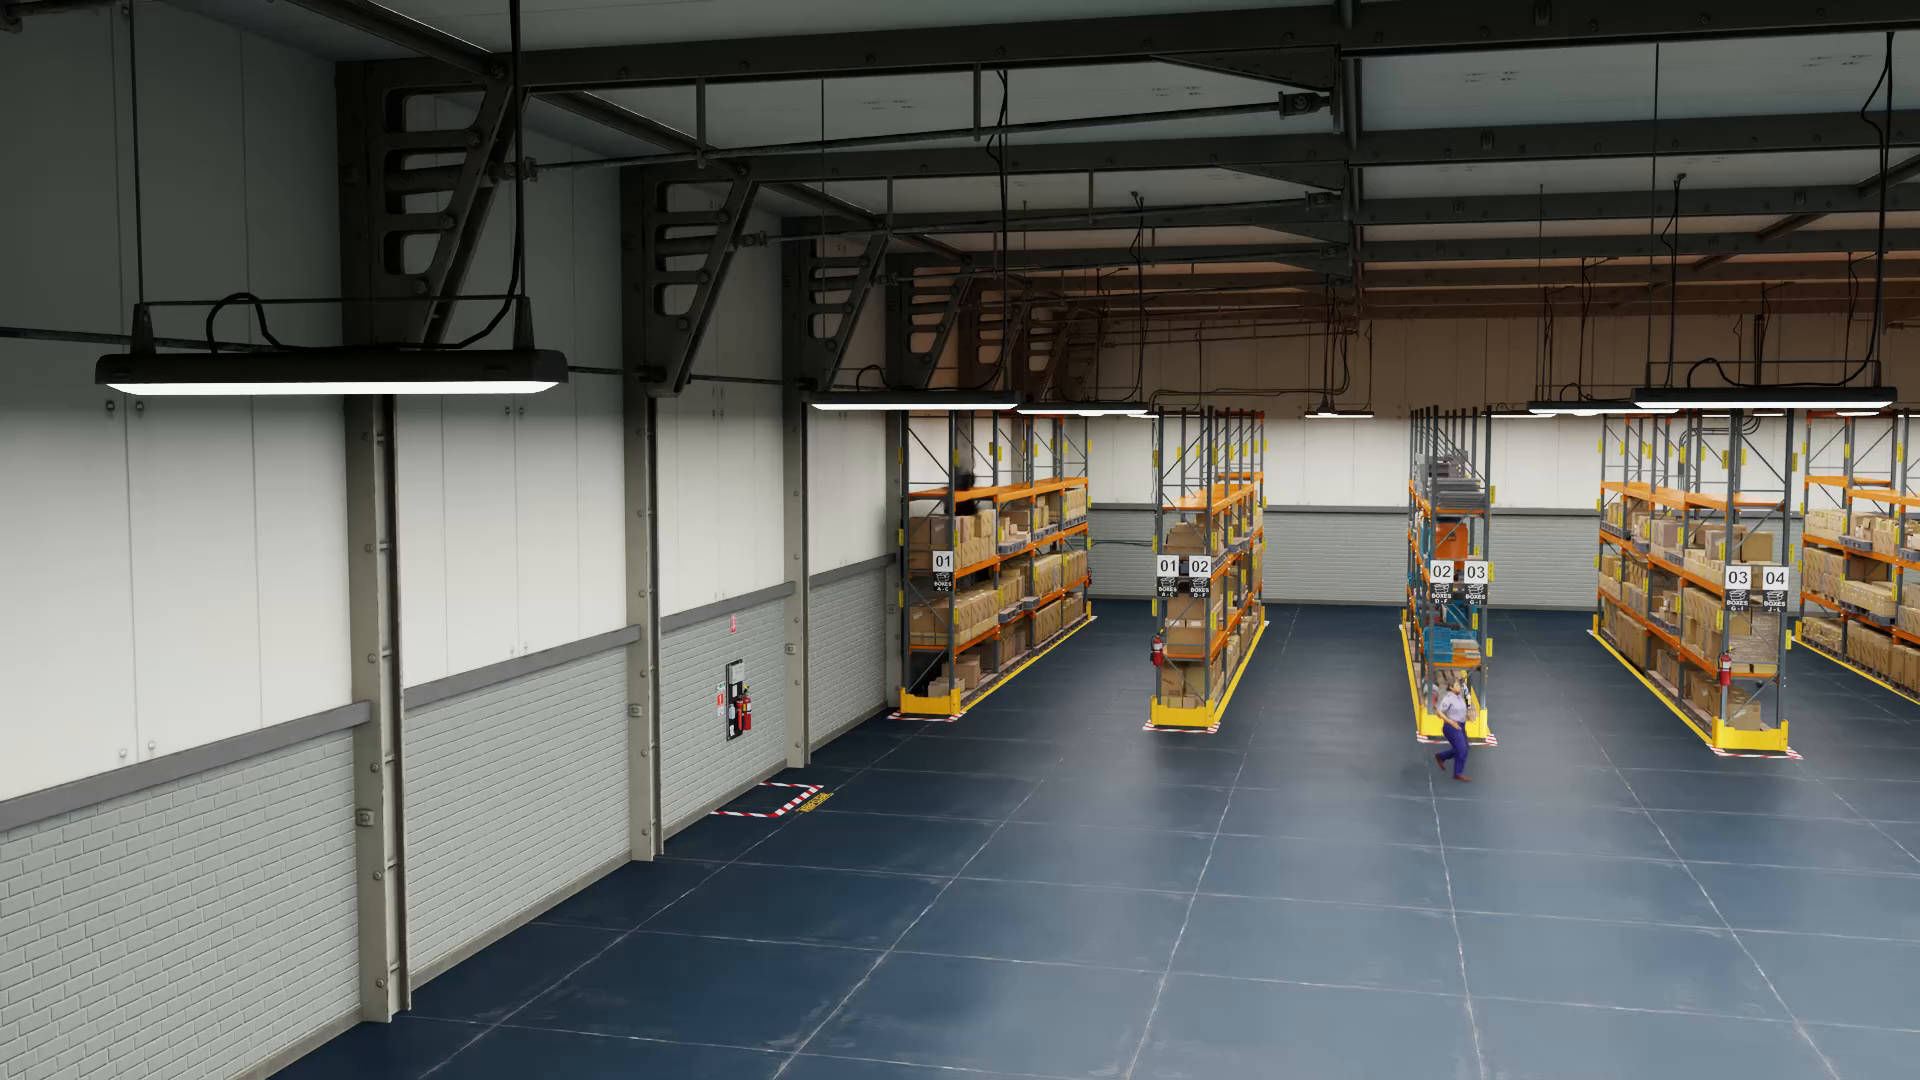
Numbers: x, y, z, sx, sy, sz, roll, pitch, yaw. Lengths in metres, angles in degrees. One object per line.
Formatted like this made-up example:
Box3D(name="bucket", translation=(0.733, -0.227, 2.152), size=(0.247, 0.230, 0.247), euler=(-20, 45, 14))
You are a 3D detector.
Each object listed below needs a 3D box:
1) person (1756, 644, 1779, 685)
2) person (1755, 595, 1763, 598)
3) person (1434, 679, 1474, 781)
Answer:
Box3D(name="person", translation=(17.277, 2.273, 35.691), size=(0.699, 1.743, 0.615), euler=(1, 4, 13))
Box3D(name="person", translation=(20.957, 1.743, 44.220), size=(0.952, 1.601, 0.645), euler=(-3, 5, -39))
Box3D(name="person", translation=(7.860, 3.018, 26.559), size=(0.687, 1.599, 0.613), euler=(4, 6, 42))
